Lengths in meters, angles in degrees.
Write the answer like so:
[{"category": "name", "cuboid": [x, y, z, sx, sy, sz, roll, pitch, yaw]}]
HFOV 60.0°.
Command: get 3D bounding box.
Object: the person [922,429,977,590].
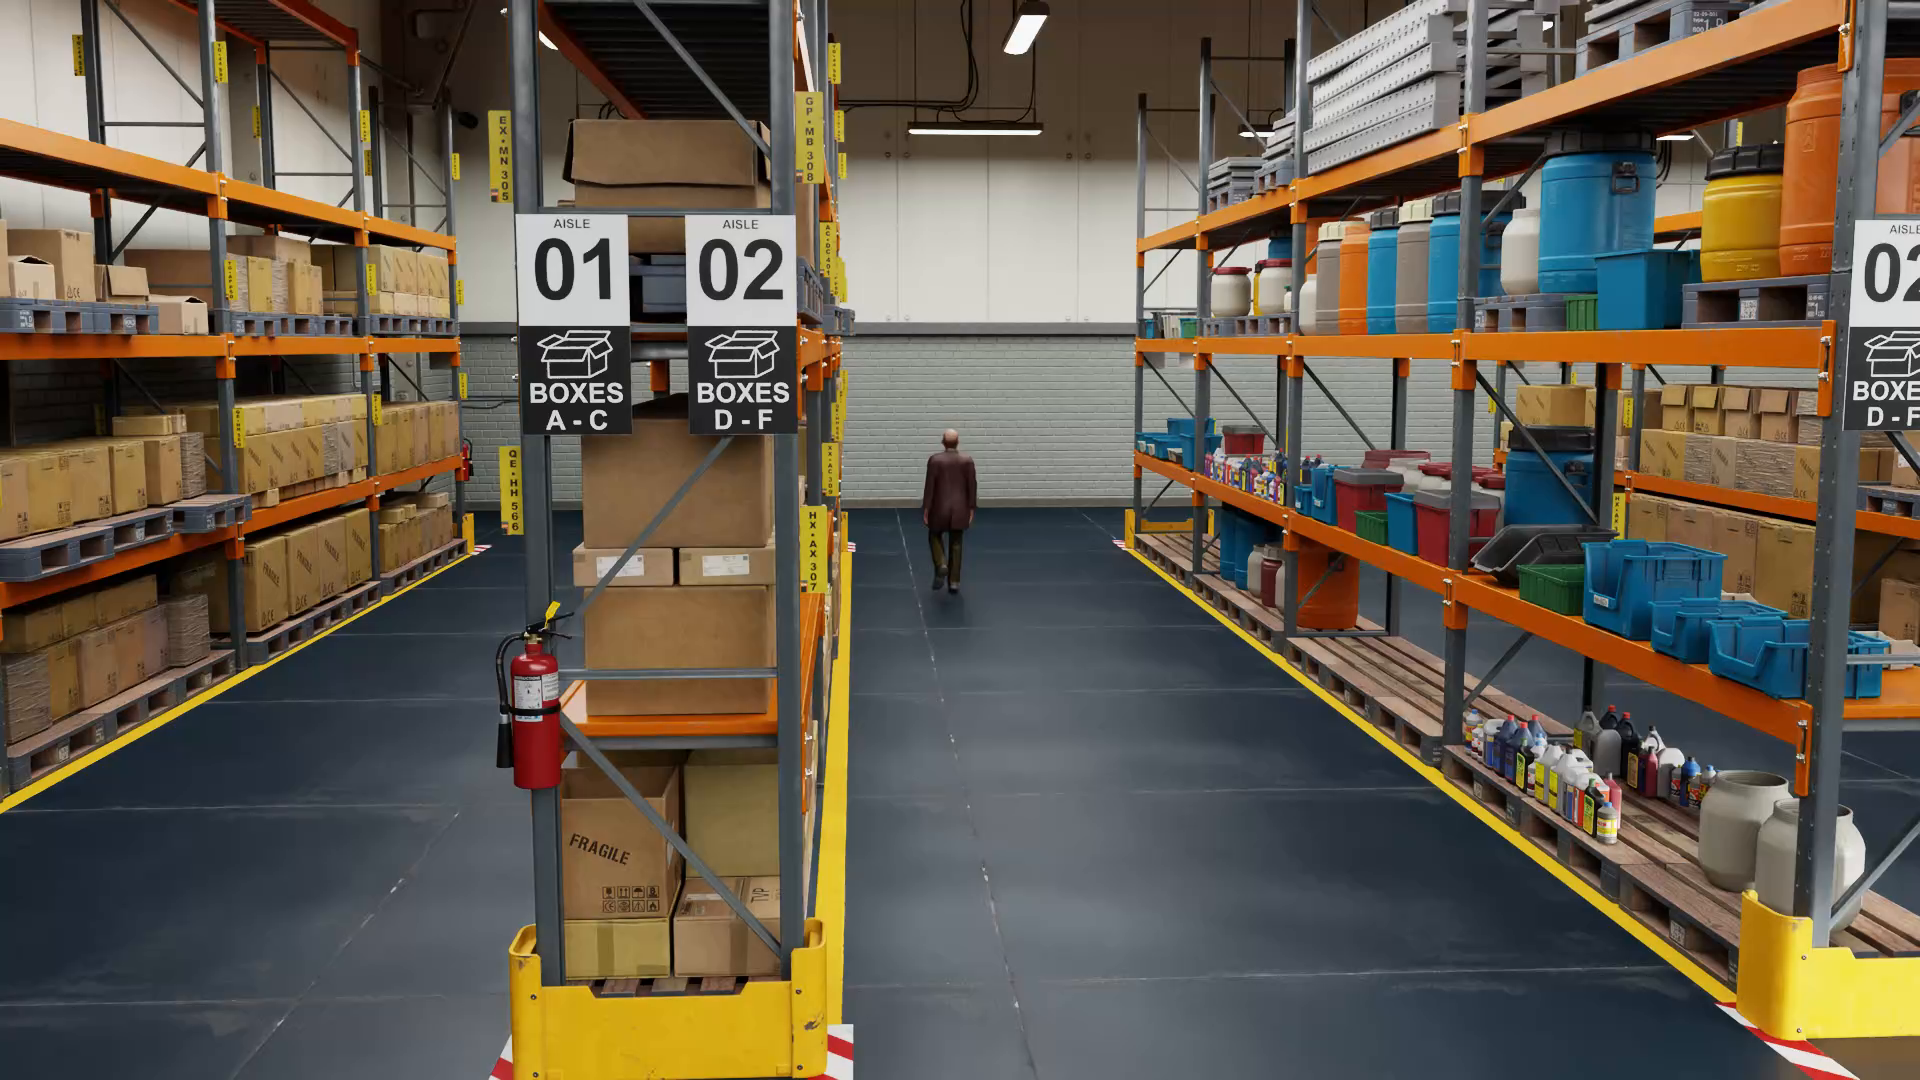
[{"category": "person", "cuboid": [-0.121, -0.337, 18.491, 0.616, 1.798, 0.476, -1, 7, -5]}]
